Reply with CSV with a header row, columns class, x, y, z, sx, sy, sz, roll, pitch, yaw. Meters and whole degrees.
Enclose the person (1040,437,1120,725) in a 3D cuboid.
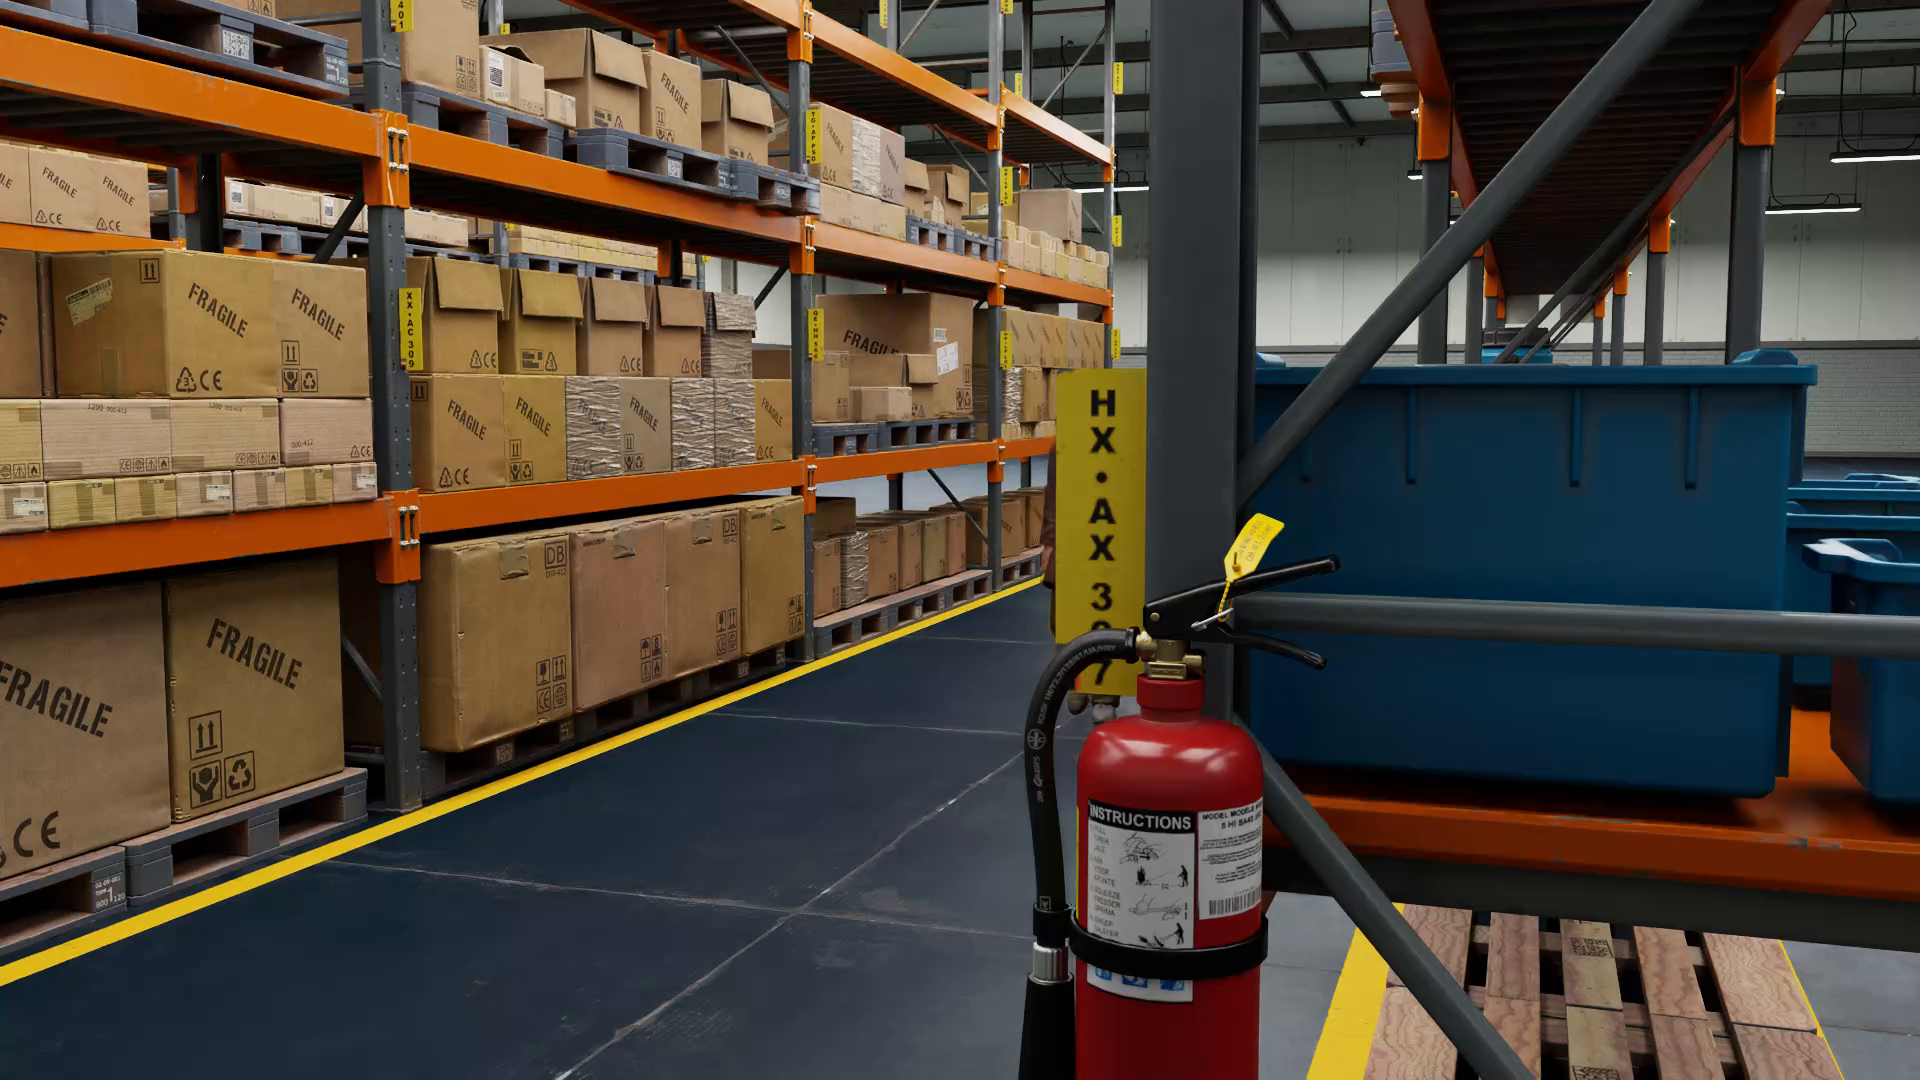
class,x,y,z,sx,sy,sz,roll,pitch,yaw
person,0.702,0.046,8.545,0.608,1.769,0.559,1,5,11
